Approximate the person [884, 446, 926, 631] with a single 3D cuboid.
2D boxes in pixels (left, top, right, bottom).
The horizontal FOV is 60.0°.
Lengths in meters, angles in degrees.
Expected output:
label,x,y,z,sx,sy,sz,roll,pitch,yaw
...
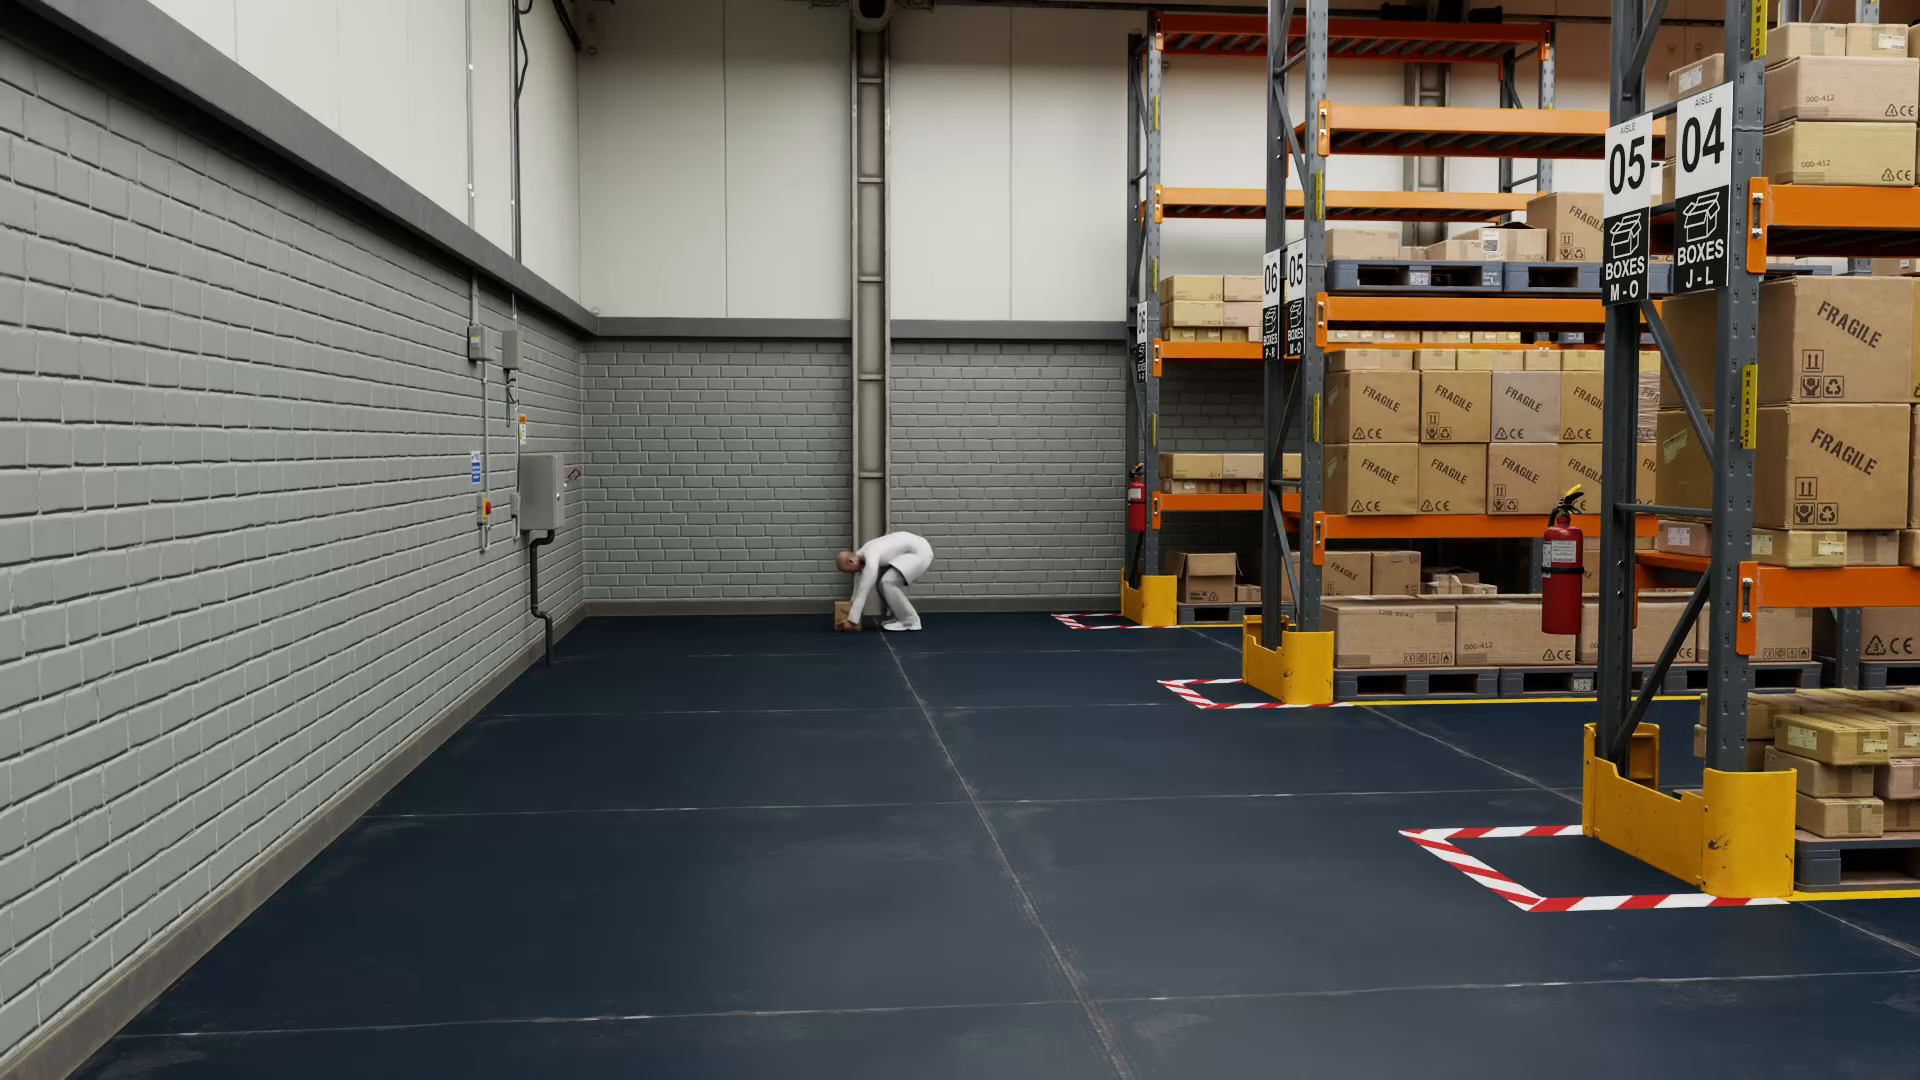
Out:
label,x,y,z,sx,sy,sz,roll,pitch,yaw
person,-0.541,-0.016,16.046,0.426,1.774,0.622,0,3,-8
